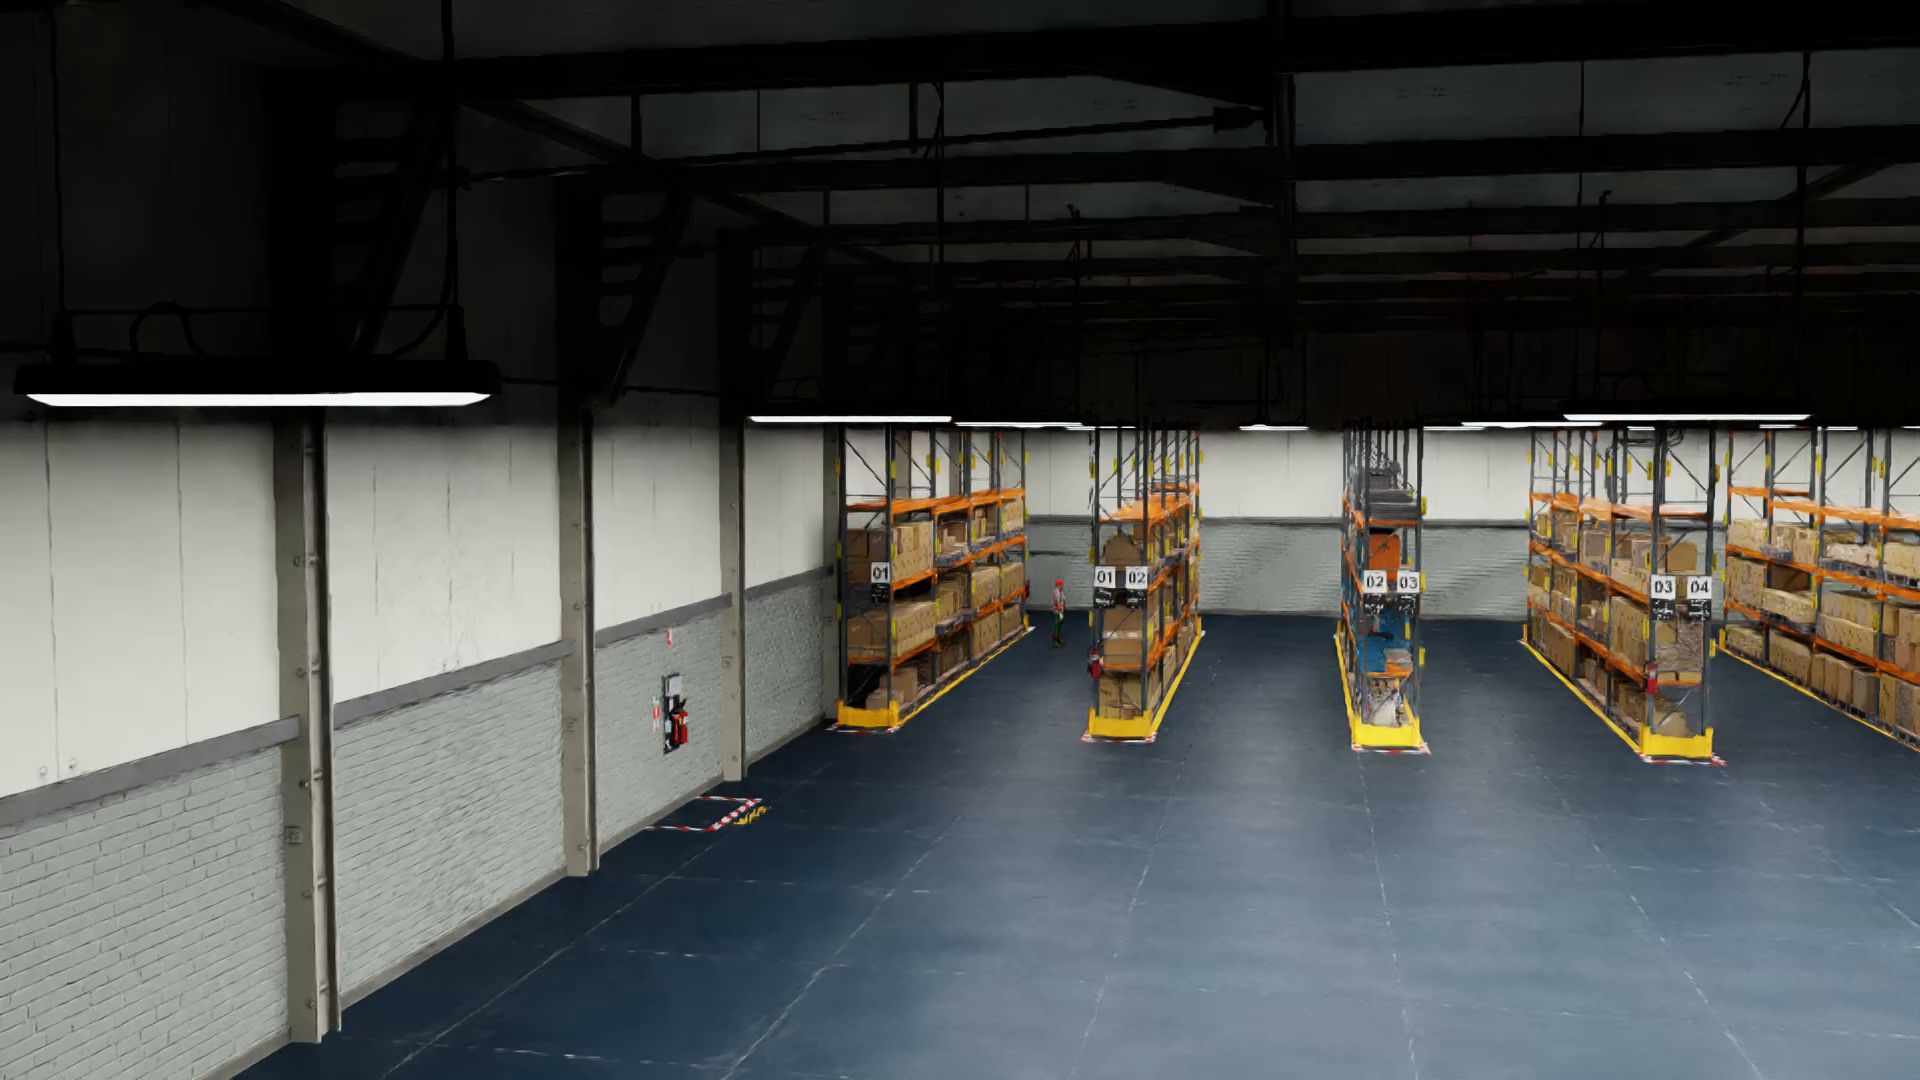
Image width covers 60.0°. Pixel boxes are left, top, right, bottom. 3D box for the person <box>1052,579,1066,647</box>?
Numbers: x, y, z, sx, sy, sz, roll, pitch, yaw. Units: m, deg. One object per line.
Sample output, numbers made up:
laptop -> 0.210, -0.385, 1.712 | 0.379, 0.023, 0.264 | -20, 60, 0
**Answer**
person -> 2.651, 1.931, 44.320 | 0.399, 1.791, 0.648 | 0, 4, -4
